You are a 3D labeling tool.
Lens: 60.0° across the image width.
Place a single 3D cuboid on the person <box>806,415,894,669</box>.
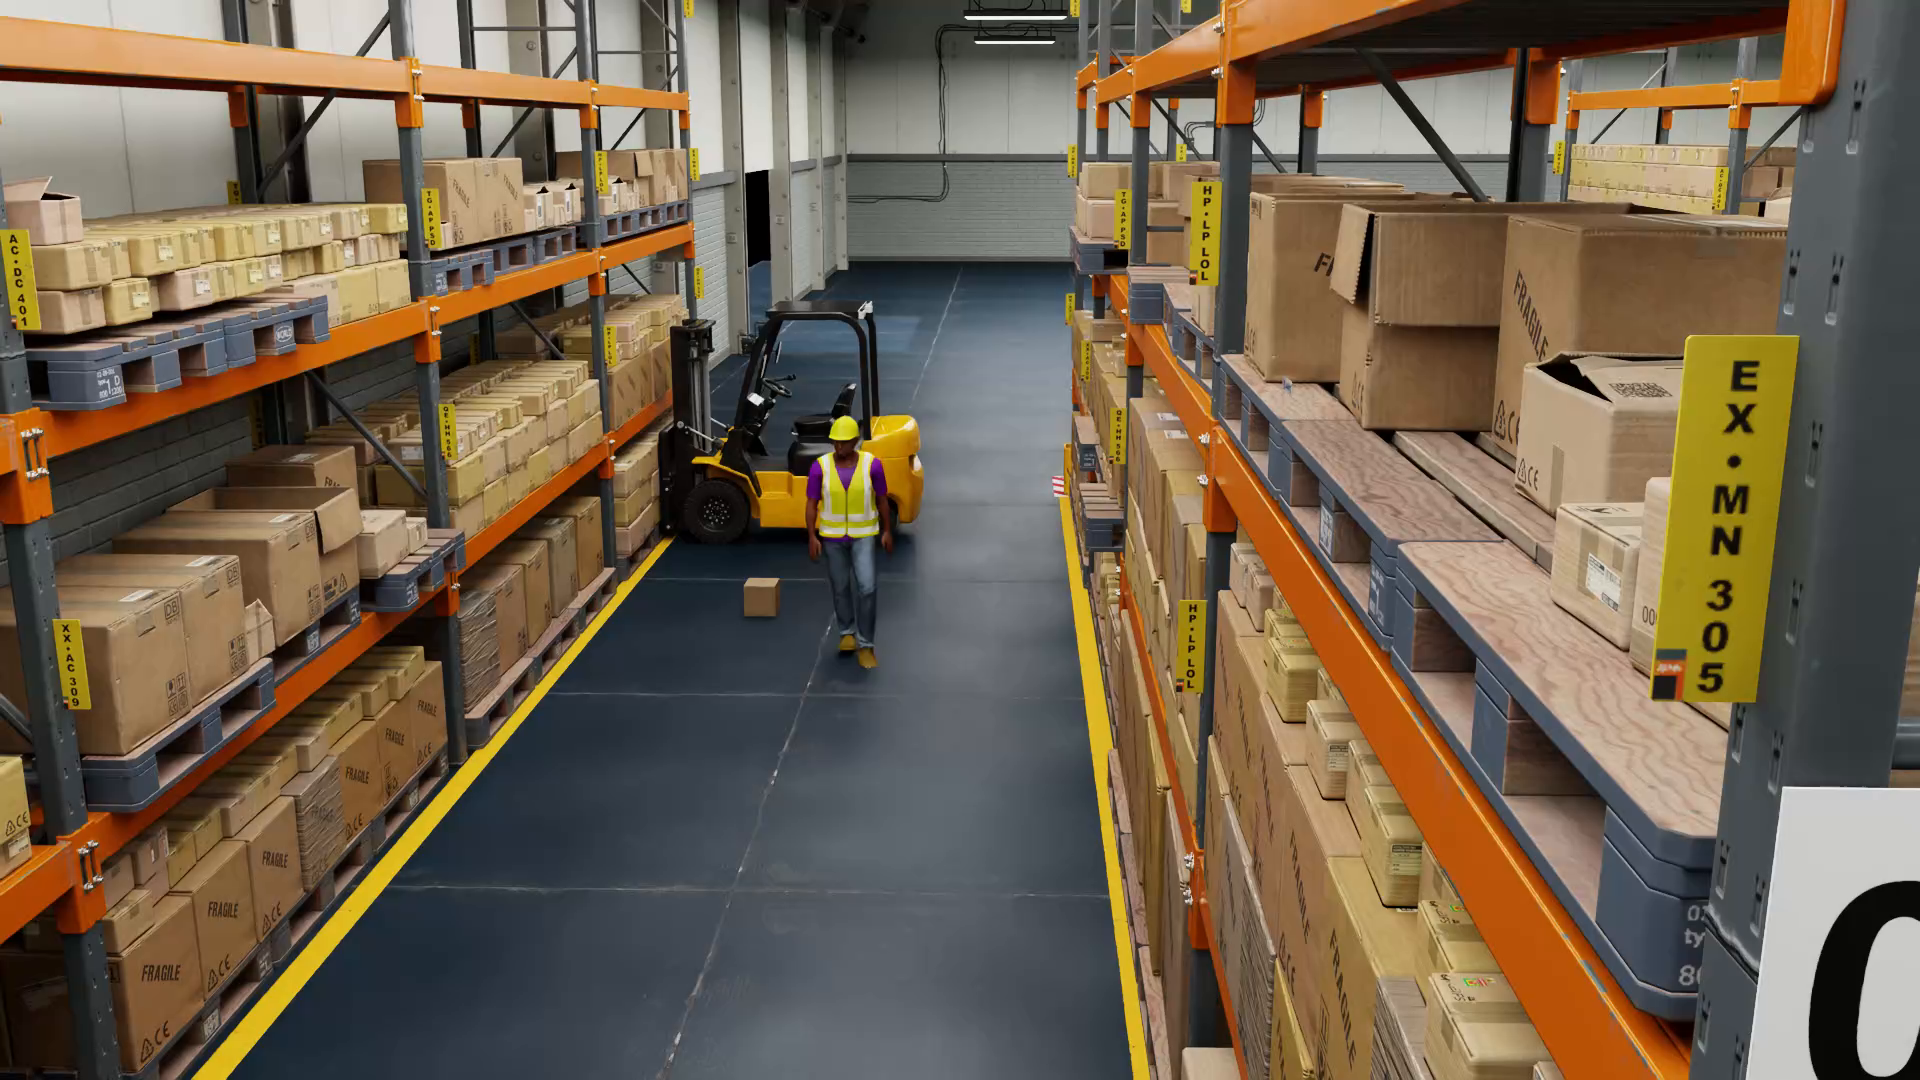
[{"bbox_3d":[-0.797,0.017,11.956,0.620,1.835,0.596,0,14,2],"label":"person"}]
